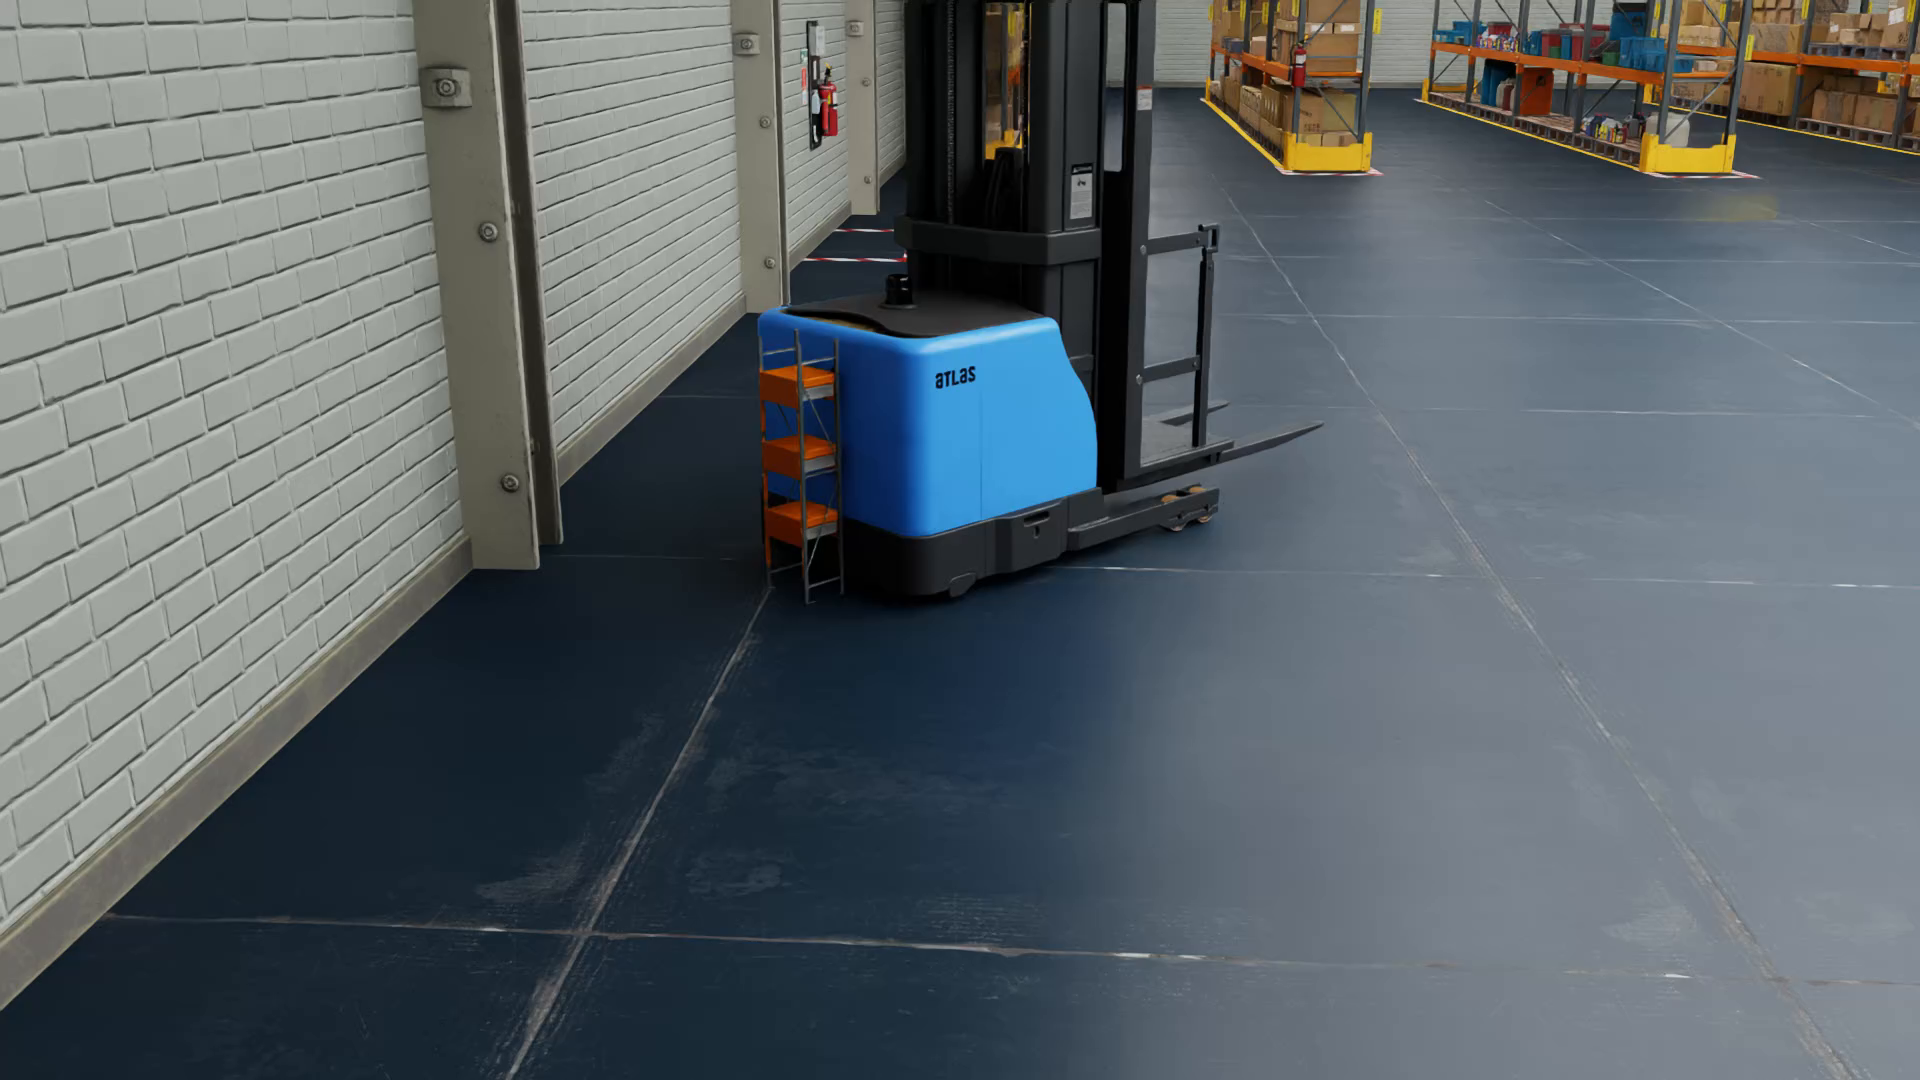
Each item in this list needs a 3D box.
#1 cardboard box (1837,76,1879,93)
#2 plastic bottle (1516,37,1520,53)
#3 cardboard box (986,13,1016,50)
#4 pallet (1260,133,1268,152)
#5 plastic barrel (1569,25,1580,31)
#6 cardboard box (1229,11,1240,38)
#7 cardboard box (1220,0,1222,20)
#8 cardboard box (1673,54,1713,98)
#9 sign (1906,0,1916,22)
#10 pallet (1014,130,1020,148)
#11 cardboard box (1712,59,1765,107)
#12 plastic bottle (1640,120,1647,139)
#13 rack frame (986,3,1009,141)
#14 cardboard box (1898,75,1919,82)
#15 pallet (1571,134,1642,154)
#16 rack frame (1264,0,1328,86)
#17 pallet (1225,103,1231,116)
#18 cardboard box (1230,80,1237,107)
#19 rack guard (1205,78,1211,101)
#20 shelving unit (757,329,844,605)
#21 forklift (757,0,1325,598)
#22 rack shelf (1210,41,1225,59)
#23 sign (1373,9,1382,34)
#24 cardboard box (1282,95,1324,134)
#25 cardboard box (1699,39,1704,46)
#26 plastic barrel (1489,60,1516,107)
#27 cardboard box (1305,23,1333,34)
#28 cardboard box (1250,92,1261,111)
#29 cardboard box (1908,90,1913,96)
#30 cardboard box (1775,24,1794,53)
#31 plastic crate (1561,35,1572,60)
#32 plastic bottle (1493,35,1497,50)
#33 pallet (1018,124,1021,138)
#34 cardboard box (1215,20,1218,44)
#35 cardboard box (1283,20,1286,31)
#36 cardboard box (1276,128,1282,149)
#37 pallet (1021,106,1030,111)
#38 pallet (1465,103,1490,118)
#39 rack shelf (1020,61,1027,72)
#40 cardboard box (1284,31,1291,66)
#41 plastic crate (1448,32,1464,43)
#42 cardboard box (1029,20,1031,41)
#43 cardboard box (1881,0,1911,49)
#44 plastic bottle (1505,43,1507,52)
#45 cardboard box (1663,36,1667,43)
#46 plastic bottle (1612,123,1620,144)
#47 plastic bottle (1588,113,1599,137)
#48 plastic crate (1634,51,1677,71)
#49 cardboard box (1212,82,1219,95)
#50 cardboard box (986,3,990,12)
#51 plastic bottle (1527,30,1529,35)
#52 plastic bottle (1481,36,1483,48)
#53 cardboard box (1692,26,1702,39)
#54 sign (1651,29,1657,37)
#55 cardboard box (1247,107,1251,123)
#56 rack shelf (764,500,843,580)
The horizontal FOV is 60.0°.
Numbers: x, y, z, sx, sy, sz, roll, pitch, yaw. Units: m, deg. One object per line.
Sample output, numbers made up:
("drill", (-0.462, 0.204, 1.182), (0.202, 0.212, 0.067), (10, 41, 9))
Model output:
("cardboard box", (15.519, -7.874, 28.741), (0.500, 0.250, 0.500), (3, 18, 10))
("plastic bottle", (10.228, -9.061, 30.445), (0.061, 0.283, 0.133), (1, 18, 4))
("cardboard box", (0.549, -7.307, 23.910), (0.500, 0.500, 0.500), (1, 18, 4))
("pallet", (5.299, -6.279, 26.248), (1.003, 0.211, 1.213), (1, 18, 4))
("plastic barrel", (10.764, -8.710, 29.008), (0.421, 0.512, 0.421), (0, 18, 0))
("cardboard box", (5.728, -10.225, 32.976), (0.700, 0.500, 0.500), (4, 19, 13))
("cardboard box", (5.820, -11.336, 35.436), (0.500, 0.500, 0.500), (1, 18, 4))
("cardboard box", (16.107, -10.062, 36.051), (0.875, 0.875, 0.875), (1, 18, 4))
("sign", (14.724, -8.190, 25.740), (0.100, 0.325, 0.005), (1, 18, 4))
("pallet", (0.444, -6.425, 26.694), (1.003, 0.211, 1.213), (1, 18, 4))
("cardboard box", (15.826, -9.104, 33.126), (1.225, 0.875, 0.875), (1, 18, 4))
("plastic bottle", (10.421, -6.242, 25.313), (0.061, 0.283, 0.133), (1, 18, 4))
("rack frame", (0.170, -6.718, 23.107), (1.000, 3.000, 0.127), (1, 18, 4))
("cardboard box", (20.656, -10.022, 36.139), (0.380, 0.149, 0.250), (1, 18, 4))
("pallet", (10.248, -6.206, 26.024), (1.003, 0.211, 1.213), (1, 18, 4))
("rack frame", (5.398, -7.851, 26.564), (1.000, 3.000, 0.127), (1, 18, 4))
("pallet", (5.951, -8.757, 33.808), (1.003, 0.211, 1.213), (1, 18, 4))
("cardboard box", (5.586, -8.734, 32.567), (0.500, 0.500, 0.500), (1, 18, 2))
("rack guard", (6.252, -10.366, 38.256), (1.175, 0.500, 0.348), (1, 18, 4))
("shelving unit", (-0.630, -0.289, 6.618), (0.215, 1.050, 0.252), (-17, 24, -41))
("forklift", (0.556, -1.535, 7.399), (3.031, 2.935, 1.130), (-17, 24, -41))
("rack shelf", (6.115, -10.614, 36.155), (1.077, 0.370, 4.000), (1, 18, 4))
("sign", (5.664, -7.043, 22.582), (0.100, 0.325, 0.005), (1, 18, 4))
("cardboard box", (4.853, -6.031, 23.548), (0.500, 0.500, 0.500), (1, 18, 4))
("cardboard box", (15.602, -10.335, 34.550), (0.380, 0.149, 0.250), (2, 18, 5))
("plastic barrel", (10.805, -9.037, 32.882), (0.600, 0.901, 0.708), (1, 18, 4))
("cardboard box", (4.948, -7.087, 23.032), (0.380, 0.149, 0.250), (1, 18, 3))
("cardboard box", (5.210, -7.459, 28.210), (0.500, 0.311, 0.500), (1, 18, 4))
("cardboard box", (20.646, -9.665, 36.006), (0.380, 0.149, 0.250), (2, 18, 5))
("cardboard box", (15.395, -9.232, 30.619), (0.500, 0.500, 0.500), (1, 18, 3))
("plastic crate", (10.107, -8.081, 27.293), (0.392, 0.384, 0.575), (1, 18, 4))
("plastic bottle", (10.380, -9.632, 32.208), (0.097, 0.271, 0.097), (0, 18, 0))
("pallet", (0.511, -6.877, 28.071), (1.003, 0.211, 1.213), (1, 18, 4))
("cardboard box", (5.893, -11.177, 36.555), (0.500, 0.500, 0.500), (1, 18, 4))
("cardboard box", (5.113, -7.810, 25.238), (0.380, 0.149, 0.250), (1, 18, 2))
("cardboard box", (4.879, -5.830, 24.139), (0.500, 0.250, 0.500), (1, 18, 4))
("pallet", (0.965, -8.498, 33.019), (1.003, 0.211, 1.213), (1, 18, 4))
("pallet", (10.815, -8.660, 33.512), (1.003, 0.211, 1.213), (1, 18, 4))
("rack shelf", (0.600, -8.239, 28.906), (1.077, 0.370, 4.000), (1, 18, 4))
("cardboard box", (5.301, -7.440, 25.152), (0.700, 0.500, 0.500), (2, 18, 5))
("plastic crate", (10.736, -10.843, 35.870), (0.416, 0.233, 0.300), (1, 18, 4))
("cardboard box", (1.080, -9.708, 31.563), (0.500, 0.500, 0.500), (2, 18, 6))
("cardboard box", (15.475, -8.357, 26.471), (1.000, 1.000, 1.000), (1, 18, 4))
("plastic bottle", (10.306, -9.280, 31.246), (0.097, 0.201, 0.097), (0, 18, 0))
("cardboard box", (15.767, -11.053, 36.742), (0.380, 0.149, 0.250), (1, 18, 3))
("plastic bottle", (9.736, -6.032, 24.669), (0.061, 0.283, 0.133), (2, 18, 5))
("plastic bottle", (9.866, -6.448, 25.831), (0.144, 0.351, 0.185), (2, 18, 5))
("plastic crate", (9.841, -6.790, 23.565), (0.499, 0.251, 0.408), (1, 18, 4))
("cardboard box", (5.864, -10.007, 36.854), (0.500, 0.250, 0.500), (1, 18, 4))
("cardboard box", (0.517, -9.904, 30.955), (0.500, 0.250, 0.500), (2, 18, 5))
("plastic bottle", (11.159, -9.850, 32.745), (0.144, 0.351, 0.185), (1, 18, 4))
("plastic bottle", (10.453, -9.950, 33.178), (0.097, 0.271, 0.097), (0, 18, 0))
("cardboard box", (15.693, -10.645, 34.857), (0.500, 0.250, 0.500), (2, 18, 5))
("sign", (10.886, -7.855, 26.132), (0.100, 0.325, 0.005), (1, 18, 4))
("cardboard box", (5.250, -7.353, 28.786), (0.500, 0.250, 0.500), (2, 18, 5))
("rack shelf", (-0.630, -0.015, 6.708), (0.215, 0.259, 0.240), (-17, 24, -41))
